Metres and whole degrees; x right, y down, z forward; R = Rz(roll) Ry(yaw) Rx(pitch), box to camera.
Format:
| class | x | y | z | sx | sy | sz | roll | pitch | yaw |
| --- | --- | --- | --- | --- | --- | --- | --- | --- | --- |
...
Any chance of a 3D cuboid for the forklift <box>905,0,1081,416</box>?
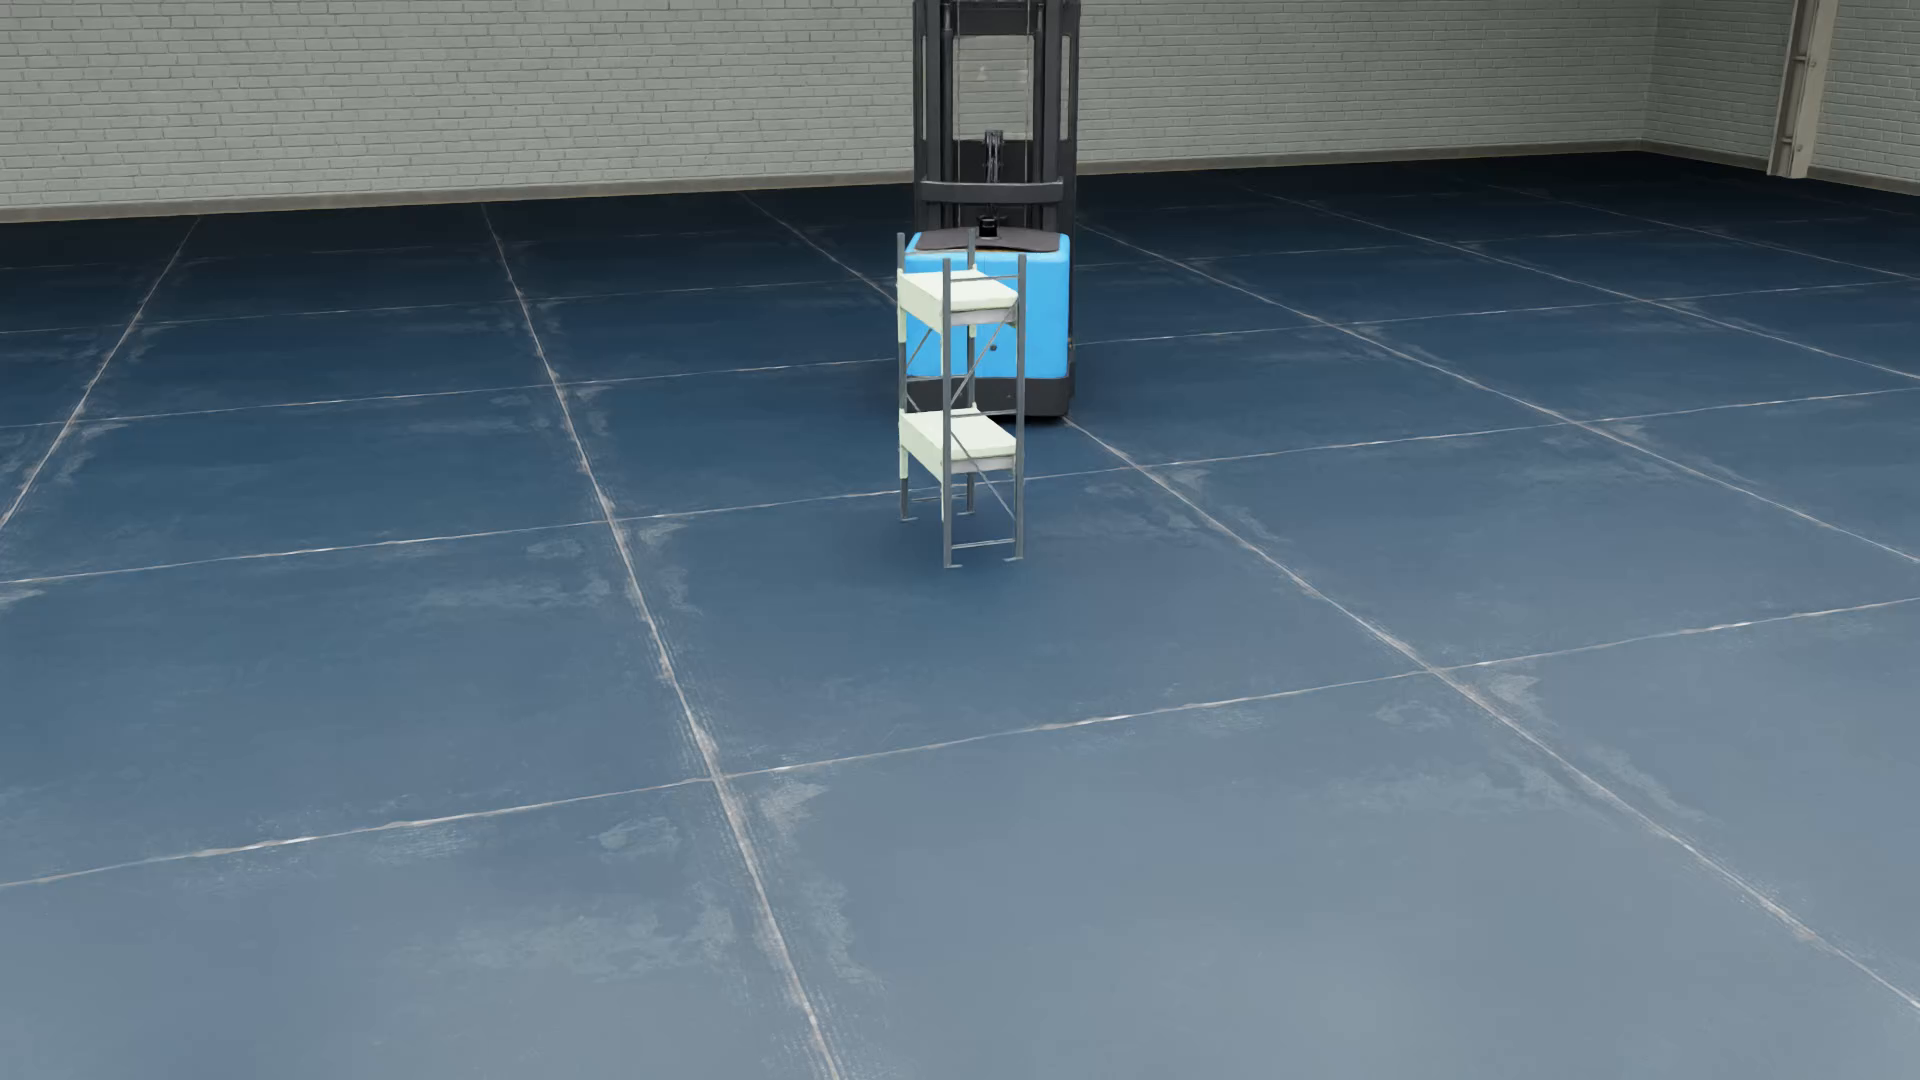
| class | x | y | z | sx | sy | sz | roll | pitch | yaw |
| --- | --- | --- | --- | --- | --- | --- | --- | --- | --- |
| forklift | 0.253 | -2.604 | 11.330 | 1.130 | 2.935 | 3.031 | 1 | 20 | 4 |

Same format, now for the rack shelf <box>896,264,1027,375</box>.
| class | x | y | z | sx | sy | sz | roll | pitch | yaw |
| --- | --- | --- | --- | --- | --- | --- | --- | --- | --- |
| rack shelf | -0.002 | -1.075 | 8.037 | 0.431 | 0.370 | 0.720 | -6 | 21 | -17 |

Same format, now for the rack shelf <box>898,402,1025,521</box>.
| class | x | y | z | sx | sy | sz | roll | pitch | yaw |
| --- | --- | --- | --- | --- | --- | --- | --- | --- | --- |
| rack shelf | -0.002 | -0.401 | 8.279 | 0.431 | 0.370 | 0.720 | -6 | 21 | -17 |

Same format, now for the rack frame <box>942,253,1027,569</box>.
| class | x | y | z | sx | sy | sz | roll | pitch | yaw |
| --- | --- | --- | --- | --- | --- | --- | --- | --- | --- |
| rack frame | 0.113 | -0.591 | 7.842 | 0.400 | 1.500 | 0.023 | -6 | 21 | -17 |

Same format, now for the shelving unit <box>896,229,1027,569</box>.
| class | x | y | z | sx | sy | sz | roll | pitch | yaw |
| --- | --- | --- | --- | --- | --- | --- | --- | --- | --- |
| shelving unit | -0.002 | -0.708 | 8.169 | 0.431 | 1.500 | 0.755 | -6 | 21 | -17 |

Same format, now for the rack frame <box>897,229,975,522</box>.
| class | x | y | z | sx | sy | sz | roll | pitch | yaw |
| --- | --- | --- | --- | --- | --- | --- | --- | --- | --- |
| rack frame | -0.117 | -0.825 | 8.496 | 0.400 | 1.500 | 0.023 | -6 | 21 | -17 |

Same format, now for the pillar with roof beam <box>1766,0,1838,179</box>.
| class | x | y | z | sx | sy | sz | roll | pitch | yaw |
| --- | --- | --- | --- | --- | --- | --- | --- | --- | --- |
| pillar with roof beam | 6.618 | -8.486 | 18.730 | 9.100 | 9.000 | 0.400 | -6 | 21 | -17 |
